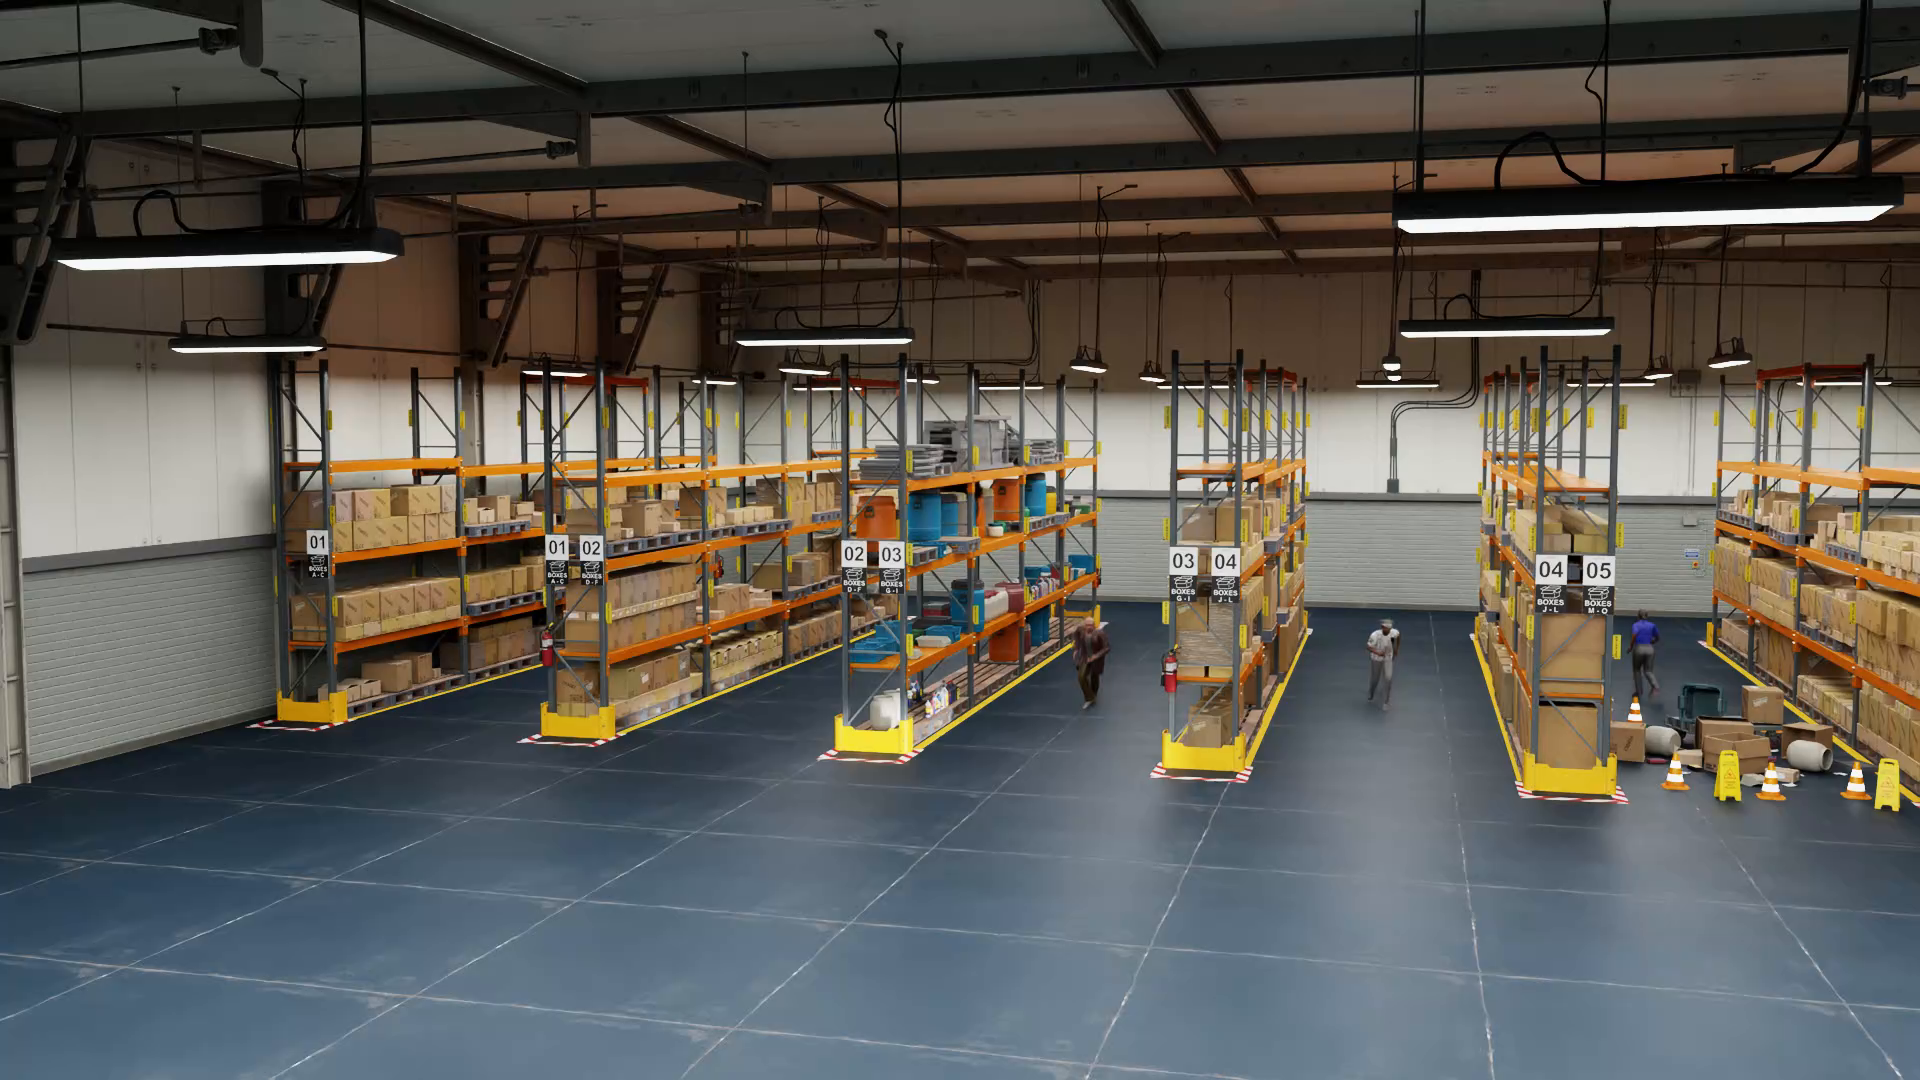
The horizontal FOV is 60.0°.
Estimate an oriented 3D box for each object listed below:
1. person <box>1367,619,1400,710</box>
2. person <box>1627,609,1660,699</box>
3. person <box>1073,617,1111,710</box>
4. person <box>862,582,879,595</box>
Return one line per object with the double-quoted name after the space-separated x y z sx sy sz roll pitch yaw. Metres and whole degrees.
7.358 2.151 29.118 0.588 1.627 0.974 0 4 -4 "person"
12.332 2.064 29.885 0.568 1.603 0.807 0 4 1 "person"
2.347 2.100 29.112 0.705 1.617 1.114 1 4 16 "person"
-2.340 0.918 44.359 0.648 1.842 0.863 -3 5 -34 "person"
